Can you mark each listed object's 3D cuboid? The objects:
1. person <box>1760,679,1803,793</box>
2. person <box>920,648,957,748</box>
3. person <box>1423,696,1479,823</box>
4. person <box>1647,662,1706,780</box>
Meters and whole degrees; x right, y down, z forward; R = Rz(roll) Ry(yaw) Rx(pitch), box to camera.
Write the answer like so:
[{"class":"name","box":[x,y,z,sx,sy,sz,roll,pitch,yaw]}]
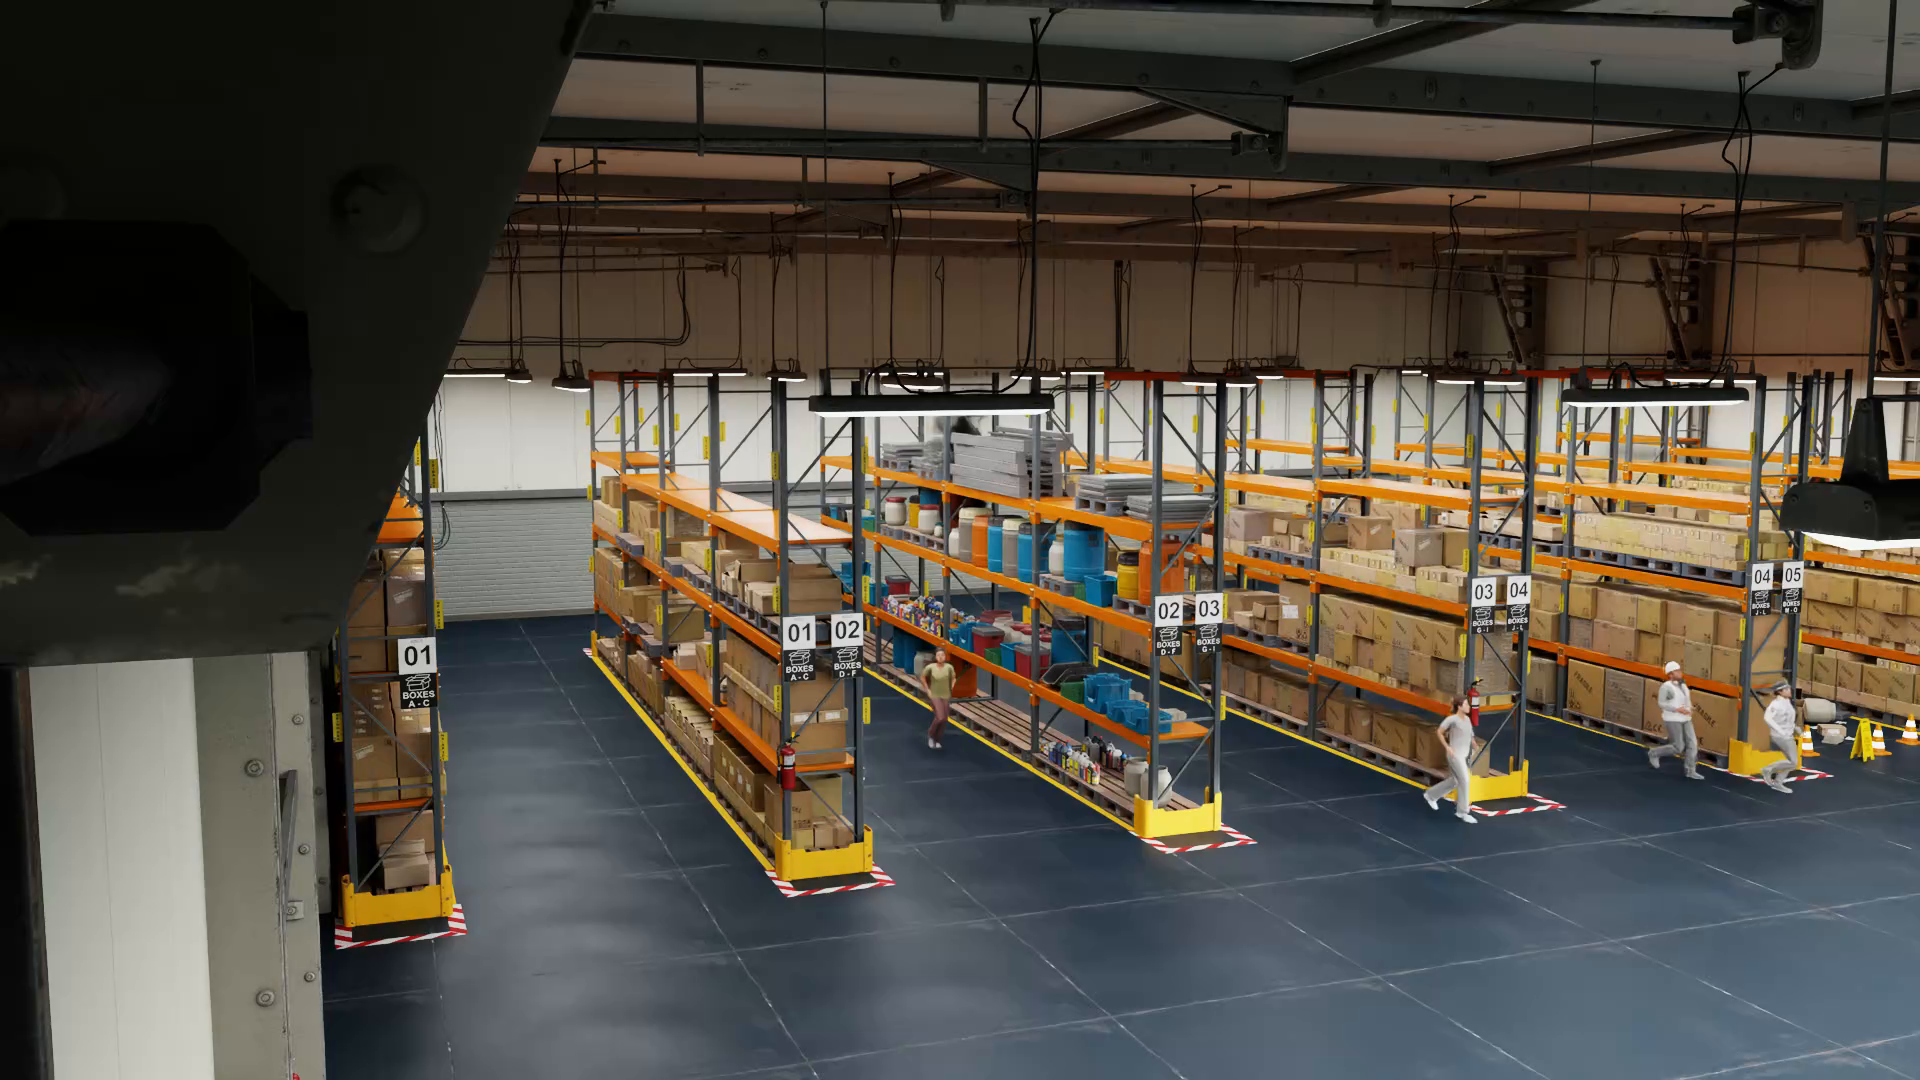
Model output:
[{"class":"person","box":[11.912,2.834,24.094,0.505,1.661,0.629,5,8,40]},{"class":"person","box":[-0.303,2.540,26.624,0.559,1.636,0.589,-2,7,-20]},{"class":"person","box":[6.814,2.971,22.853,0.818,1.672,0.582,6,9,43]},{"class":"person","box":[10.827,2.698,24.959,0.676,1.715,0.855,-4,7,-30]}]
